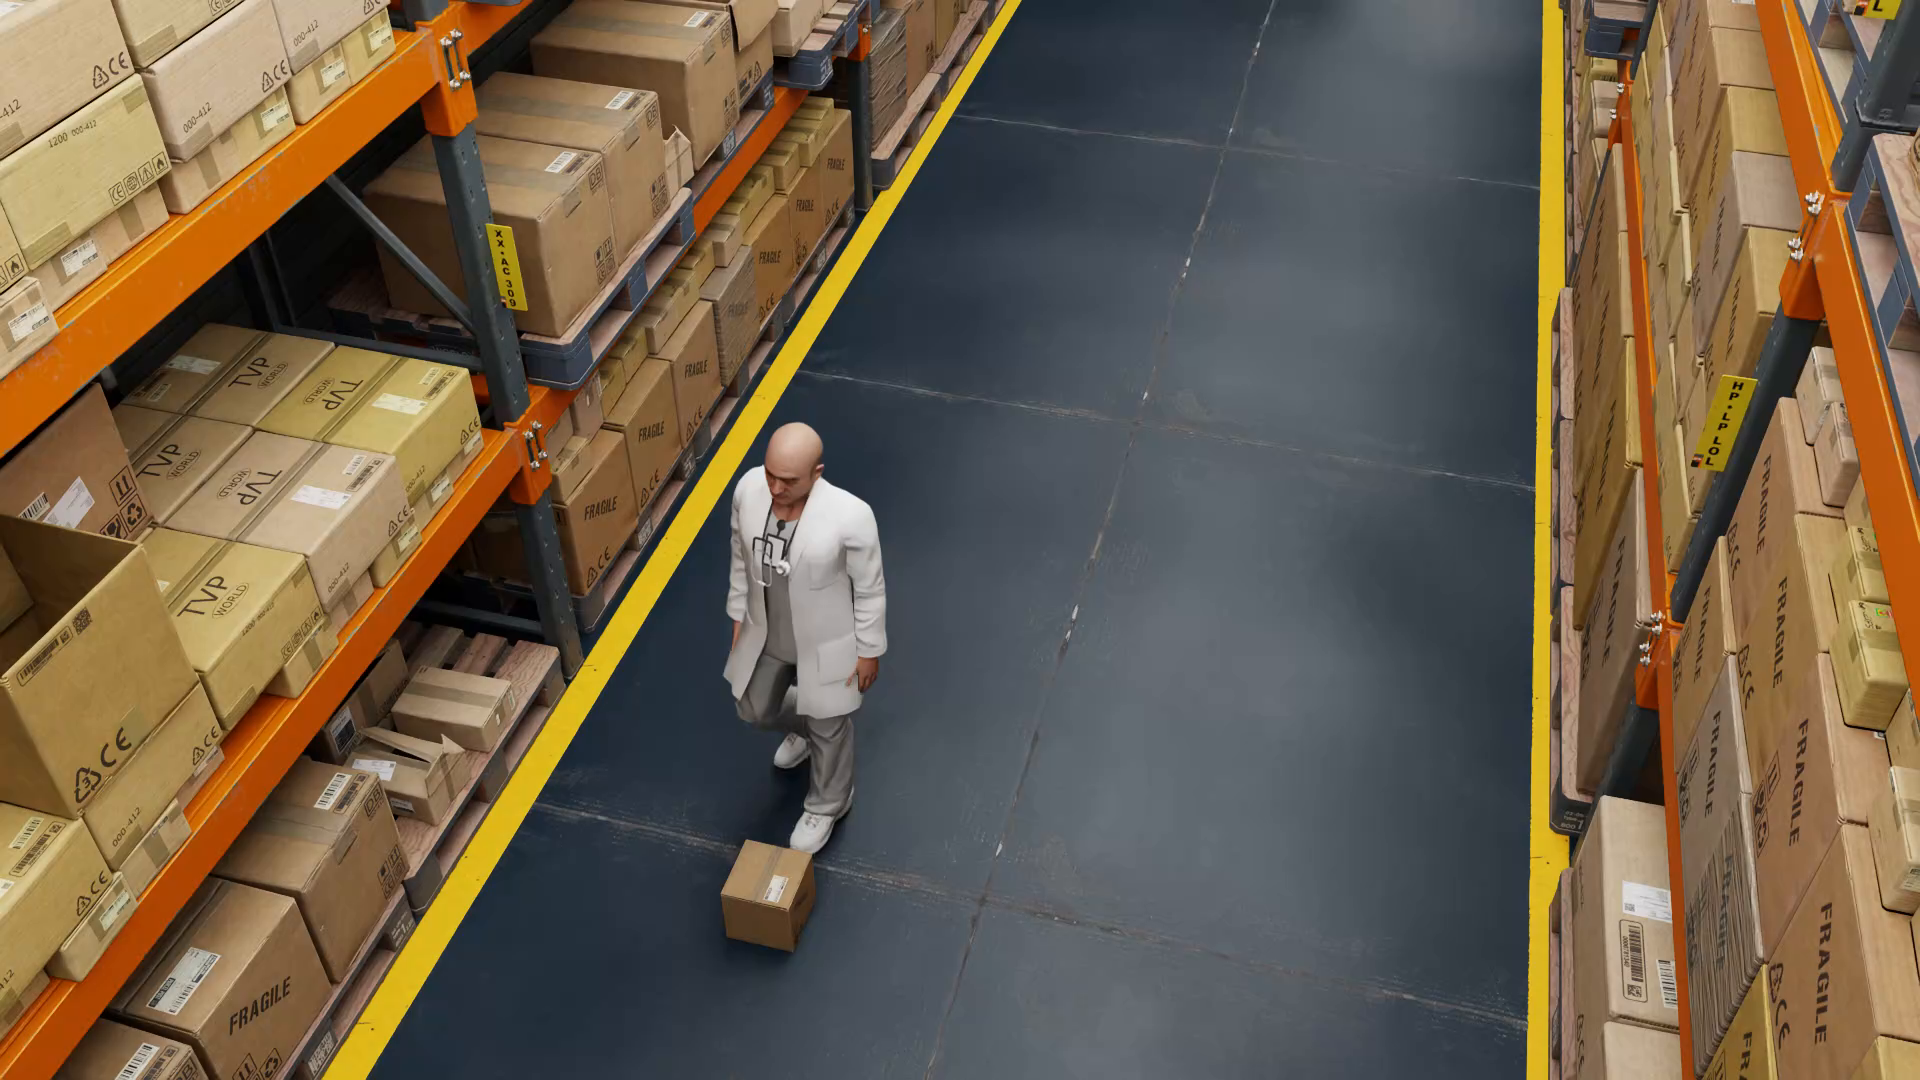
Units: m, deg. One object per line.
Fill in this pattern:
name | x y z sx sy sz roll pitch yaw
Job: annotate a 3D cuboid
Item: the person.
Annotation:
person | -0.526 0.308 5.782 0.609 1.778 0.633 18 44 20
